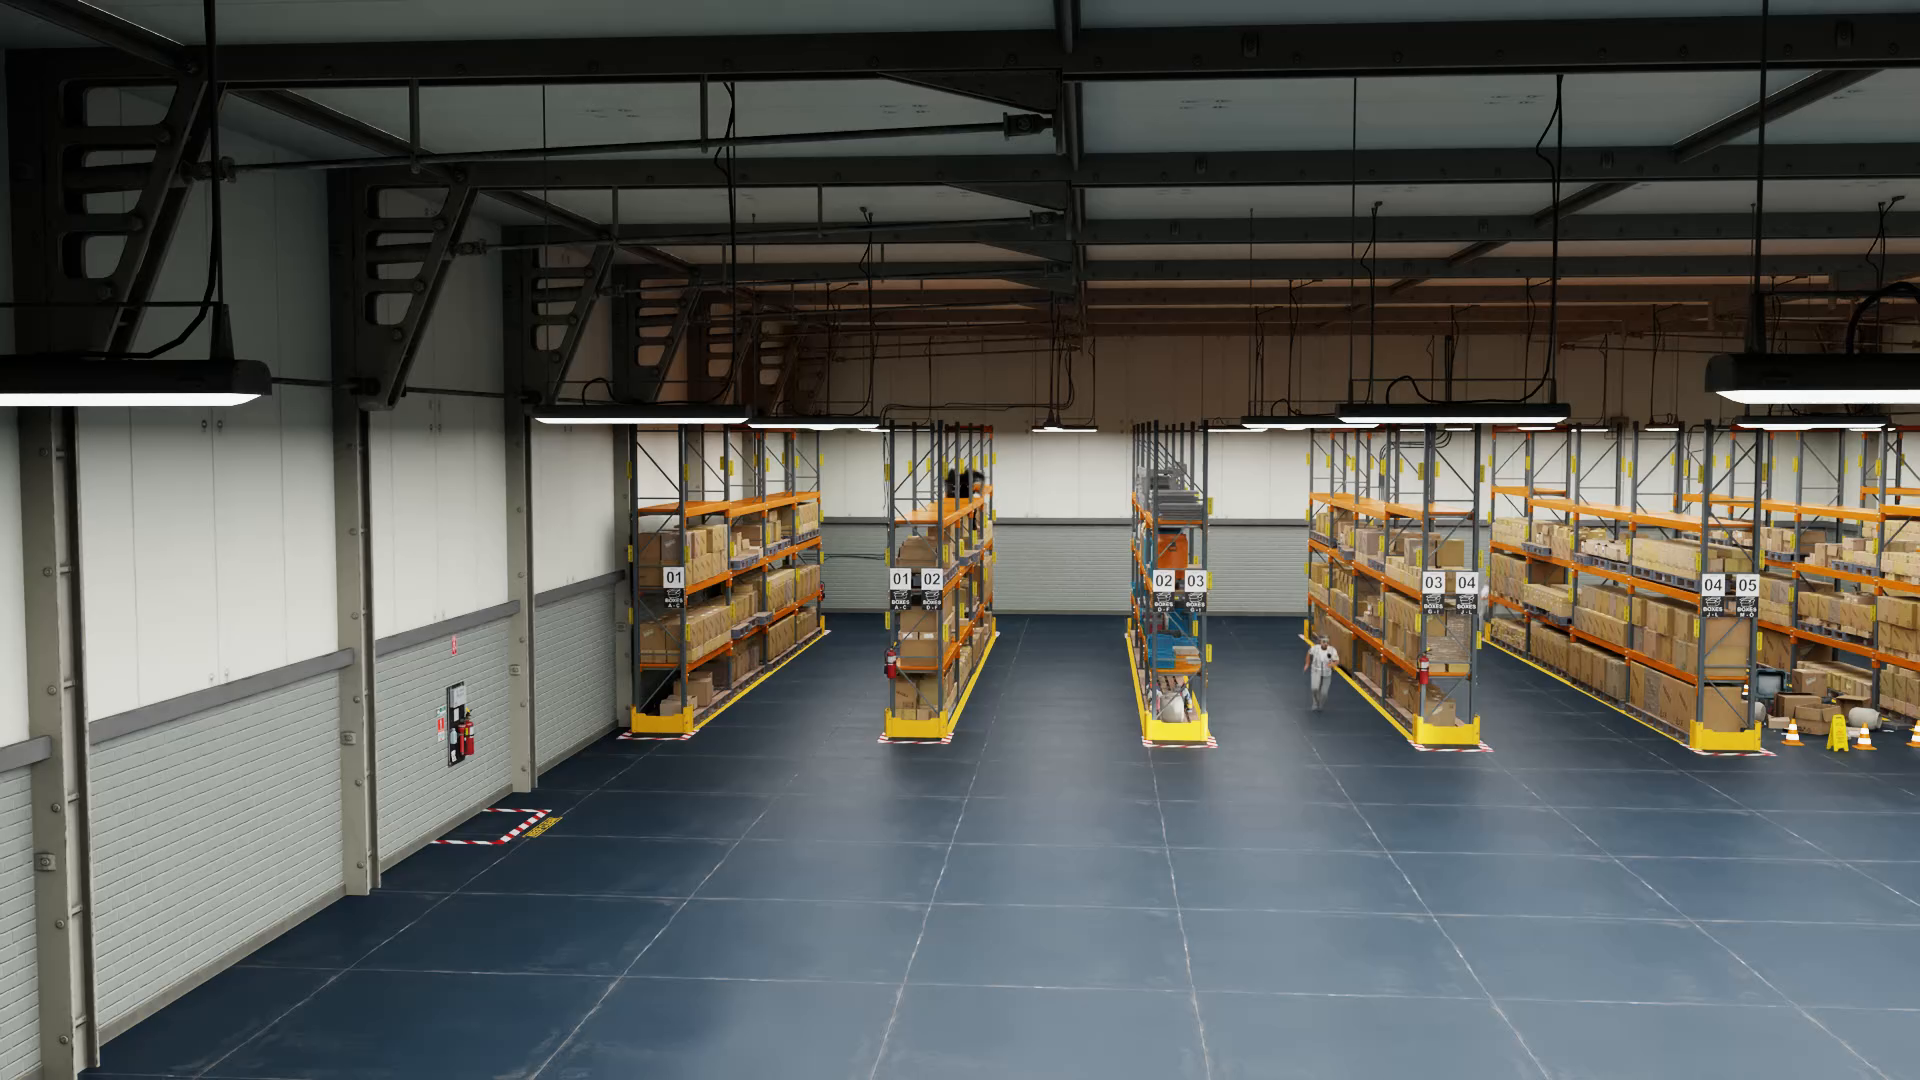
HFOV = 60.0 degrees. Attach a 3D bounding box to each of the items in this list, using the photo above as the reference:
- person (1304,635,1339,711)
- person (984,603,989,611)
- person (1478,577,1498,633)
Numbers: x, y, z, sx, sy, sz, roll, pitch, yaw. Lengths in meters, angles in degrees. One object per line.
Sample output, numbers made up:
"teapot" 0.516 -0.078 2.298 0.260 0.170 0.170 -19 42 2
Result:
"person" 7.440 2.729 34.196 0.678 1.625 0.971 0 4 8
"person" 0.477 1.751 49.233 1.032 1.820 0.727 2 4 24
"person" 15.122 1.886 47.514 0.851 1.704 0.604 -2 4 -28
